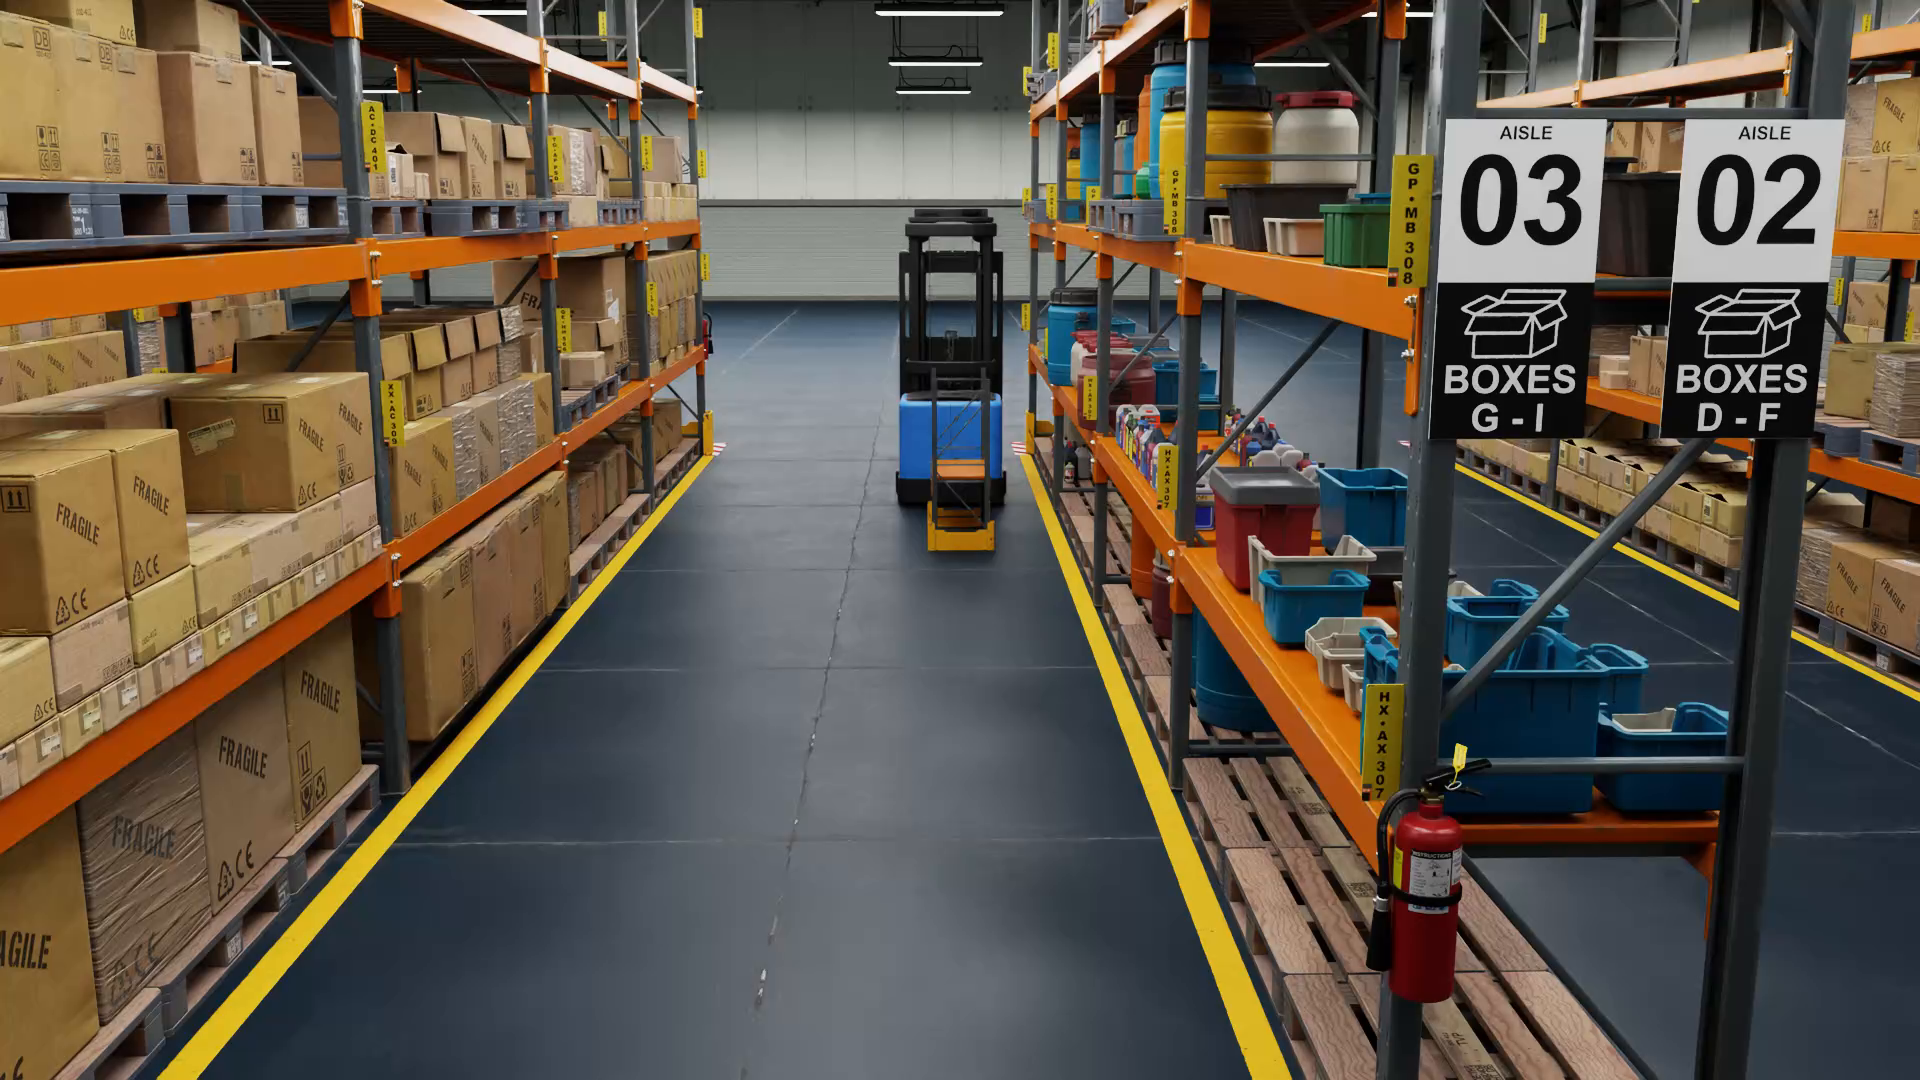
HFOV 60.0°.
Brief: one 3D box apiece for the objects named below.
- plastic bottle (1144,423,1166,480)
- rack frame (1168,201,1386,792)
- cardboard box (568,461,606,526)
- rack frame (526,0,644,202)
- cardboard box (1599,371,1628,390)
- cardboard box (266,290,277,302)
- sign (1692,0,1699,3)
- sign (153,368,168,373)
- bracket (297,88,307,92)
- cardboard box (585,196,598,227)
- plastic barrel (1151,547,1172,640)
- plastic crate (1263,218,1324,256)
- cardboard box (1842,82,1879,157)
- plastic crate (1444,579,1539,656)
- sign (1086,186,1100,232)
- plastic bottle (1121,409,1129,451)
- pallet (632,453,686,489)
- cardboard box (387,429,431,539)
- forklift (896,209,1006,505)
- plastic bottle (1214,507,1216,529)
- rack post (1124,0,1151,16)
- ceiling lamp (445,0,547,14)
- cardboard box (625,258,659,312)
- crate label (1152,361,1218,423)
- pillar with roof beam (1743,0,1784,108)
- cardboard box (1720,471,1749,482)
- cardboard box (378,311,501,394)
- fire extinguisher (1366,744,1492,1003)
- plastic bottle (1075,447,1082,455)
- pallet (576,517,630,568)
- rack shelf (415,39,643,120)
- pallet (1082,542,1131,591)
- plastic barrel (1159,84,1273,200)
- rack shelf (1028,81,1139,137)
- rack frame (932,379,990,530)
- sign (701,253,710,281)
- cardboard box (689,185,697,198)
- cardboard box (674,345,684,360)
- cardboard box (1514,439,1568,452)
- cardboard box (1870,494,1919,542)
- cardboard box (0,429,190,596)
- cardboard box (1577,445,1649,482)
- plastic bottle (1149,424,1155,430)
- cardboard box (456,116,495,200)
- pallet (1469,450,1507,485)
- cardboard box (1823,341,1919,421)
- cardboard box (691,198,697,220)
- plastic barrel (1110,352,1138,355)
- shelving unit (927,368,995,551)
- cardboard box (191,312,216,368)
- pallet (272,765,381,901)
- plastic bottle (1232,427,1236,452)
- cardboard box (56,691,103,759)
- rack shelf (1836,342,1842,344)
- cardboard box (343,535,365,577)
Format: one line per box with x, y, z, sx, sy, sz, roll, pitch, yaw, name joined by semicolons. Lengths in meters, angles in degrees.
1.225;-0.555;10.375;0.144;0.351;0.185;0;11;-1;plastic bottle
1.594;-0.179;8.397;1.000;3.000;0.127;0;11;-1;rack frame
-3.529;-0.411;14.722;0.700;0.500;0.500;-1;12;-6;cardboard box
-3.523;-4.689;15.539;1.000;3.000;0.127;0;11;-1;rack frame
6.195;-1.489;15.485;0.380;0.149;0.250;0;11;-1;cardboard box
-8.598;-3.073;19.567;0.875;0.550;0.550;0;11;-1;cardboard box
6.924;-5.230;15.658;0.100;0.325;0.005;0;11;-1;sign
-3.900;-0.683;8.169;0.100;0.325;0.005;0;11;-1;sign
-19.673;-13.445;49.647;0.076;0.066;3.189;0;11;-1;bracket
-3.226;-2.649;13.405;0.500;0.250;0.500;0;11;0;cardboard box
1.562;0.324;10.929;0.600;0.588;0.708;0;11;-1;plastic barrel
1.386;-1.134;6.225;0.437;0.136;0.530;0;11;-1;plastic crate
6.467;-2.916;11.578;0.500;0.500;0.500;0;11;-1;cardboard box
1.968;0.297;6.321;0.416;0.233;0.300;0;11;-1;plastic crate
0.962;-2.389;12.011;0.100;0.325;0.005;0;11;-1;sign
1.159;-0.764;11.575;0.061;0.283;0.133;0;11;-1;plastic bottle
-3.600;-0.759;18.268;1.003;0.211;1.213;0;11;-1;pallet
-3.117;-0.300;8.743;0.500;0.500;0.500;0;11;-1;cardboard box
-0.092;-2.038;17.732;1.130;2.935;3.031;0;11;0;forklift
1.387;-0.163;8.817;0.097;0.201;0.097;0;11;0;plastic bottle
1.425;-3.276;9.831;0.937;0.300;0.954;1;12;5;rack post
-7.380;-9.677;25.444;2.000;3.185;0.800;0;11;-1;ceiling lamp
-3.278;-2.524;16.443;0.500;0.500;0.500;0;11;-1;cardboard box
1.761;-1.190;13.292;0.502;0.435;0.616;0;11;-1;crate label
7.702;-6.585;24.883;9.100;9.000;0.400;0;11;-1;pillar with roof beam
6.719;-0.438;14.122;0.500;0.311;0.500;-1;11;-3;cardboard box
-3.431;-1.219;10.751;0.797;0.503;0.637;0;11;0;cardboard box
1.226;0.869;4.366;0.296;0.674;0.183;0;11;-1;fire extinguisher
1.271;-0.821;17.304;0.152;0.276;0.135;0;11;-1;plastic bottle
-3.477;0.016;14.452;1.003;0.211;1.213;0;11;-1;pallet
-3.482;-3.743;13.691;1.077;0.370;4.000;0;11;-1;rack shelf
1.534;0.238;13.354;1.003;0.211;1.213;0;11;-1;pallet
1.372;-2.128;8.929;0.600;0.588;0.600;0;11;0;plastic barrel
1.388;-4.558;17.710;1.077;0.370;4.000;0;11;-1;rack shelf
0.009;-0.651;14.495;0.500;1.500;0.032;0;11;-1;rack frame
-3.050;-3.265;19.900;0.100;0.325;0.005;0;11;-1;sign
-3.288;-4.082;19.466;0.380;0.149;0.250;0;11;-1;cardboard box
-3.257;-2.067;18.337;0.380;0.149;0.250;0;11;-1;cardboard box
6.155;-1.205;17.430;0.500;0.500;0.500;0;11;-1;cardboard box
6.723;-0.156;11.577;0.500;0.250;0.500;0;11;1;cardboard box
-3.042;-0.102;5.762;0.500;0.500;0.500;-1;11;-3;cardboard box
6.146;-0.739;15.608;0.500;0.311;0.500;0;11;-2;cardboard box
1.331;-0.702;11.473;0.097;0.201;0.097;0;11;0;plastic bottle
-3.250;-2.386;10.426;0.500;0.500;0.500;0;11;2;cardboard box
6.379;-0.824;18.588;1.003;0.211;1.213;0;11;-1;pallet
6.590;-1.124;11.747;0.700;0.500;0.500;-4;12;-20;cardboard box
-3.342;-3.846;19.304;0.500;0.250;0.500;0;11;0;cardboard box
1.277;-1.233;13.309;0.421;0.512;0.421;0;11;0;plastic barrel
-0.002;-0.750;14.985;0.587;1.500;1.083;0;11;-1;shelving unit
-8.431;-2.113;17.550;0.875;0.550;0.550;0;11;-1;cardboard box
-3.420;1.359;7.827;1.003;0.211;1.213;0;11;-1;pallet
1.937;-0.710;11.514;0.097;0.201;0.097;0;11;0;plastic bottle
-2.965;0.586;5.259;0.380;0.149;0.250;-1;11;-3;cardboard box
11.293;-1.855;18.468;1.077;0.370;4.000;0;11;-1;rack shelf
-3.018;0.075;7.777;0.380;0.149;0.250;0;11;0;cardboard box
